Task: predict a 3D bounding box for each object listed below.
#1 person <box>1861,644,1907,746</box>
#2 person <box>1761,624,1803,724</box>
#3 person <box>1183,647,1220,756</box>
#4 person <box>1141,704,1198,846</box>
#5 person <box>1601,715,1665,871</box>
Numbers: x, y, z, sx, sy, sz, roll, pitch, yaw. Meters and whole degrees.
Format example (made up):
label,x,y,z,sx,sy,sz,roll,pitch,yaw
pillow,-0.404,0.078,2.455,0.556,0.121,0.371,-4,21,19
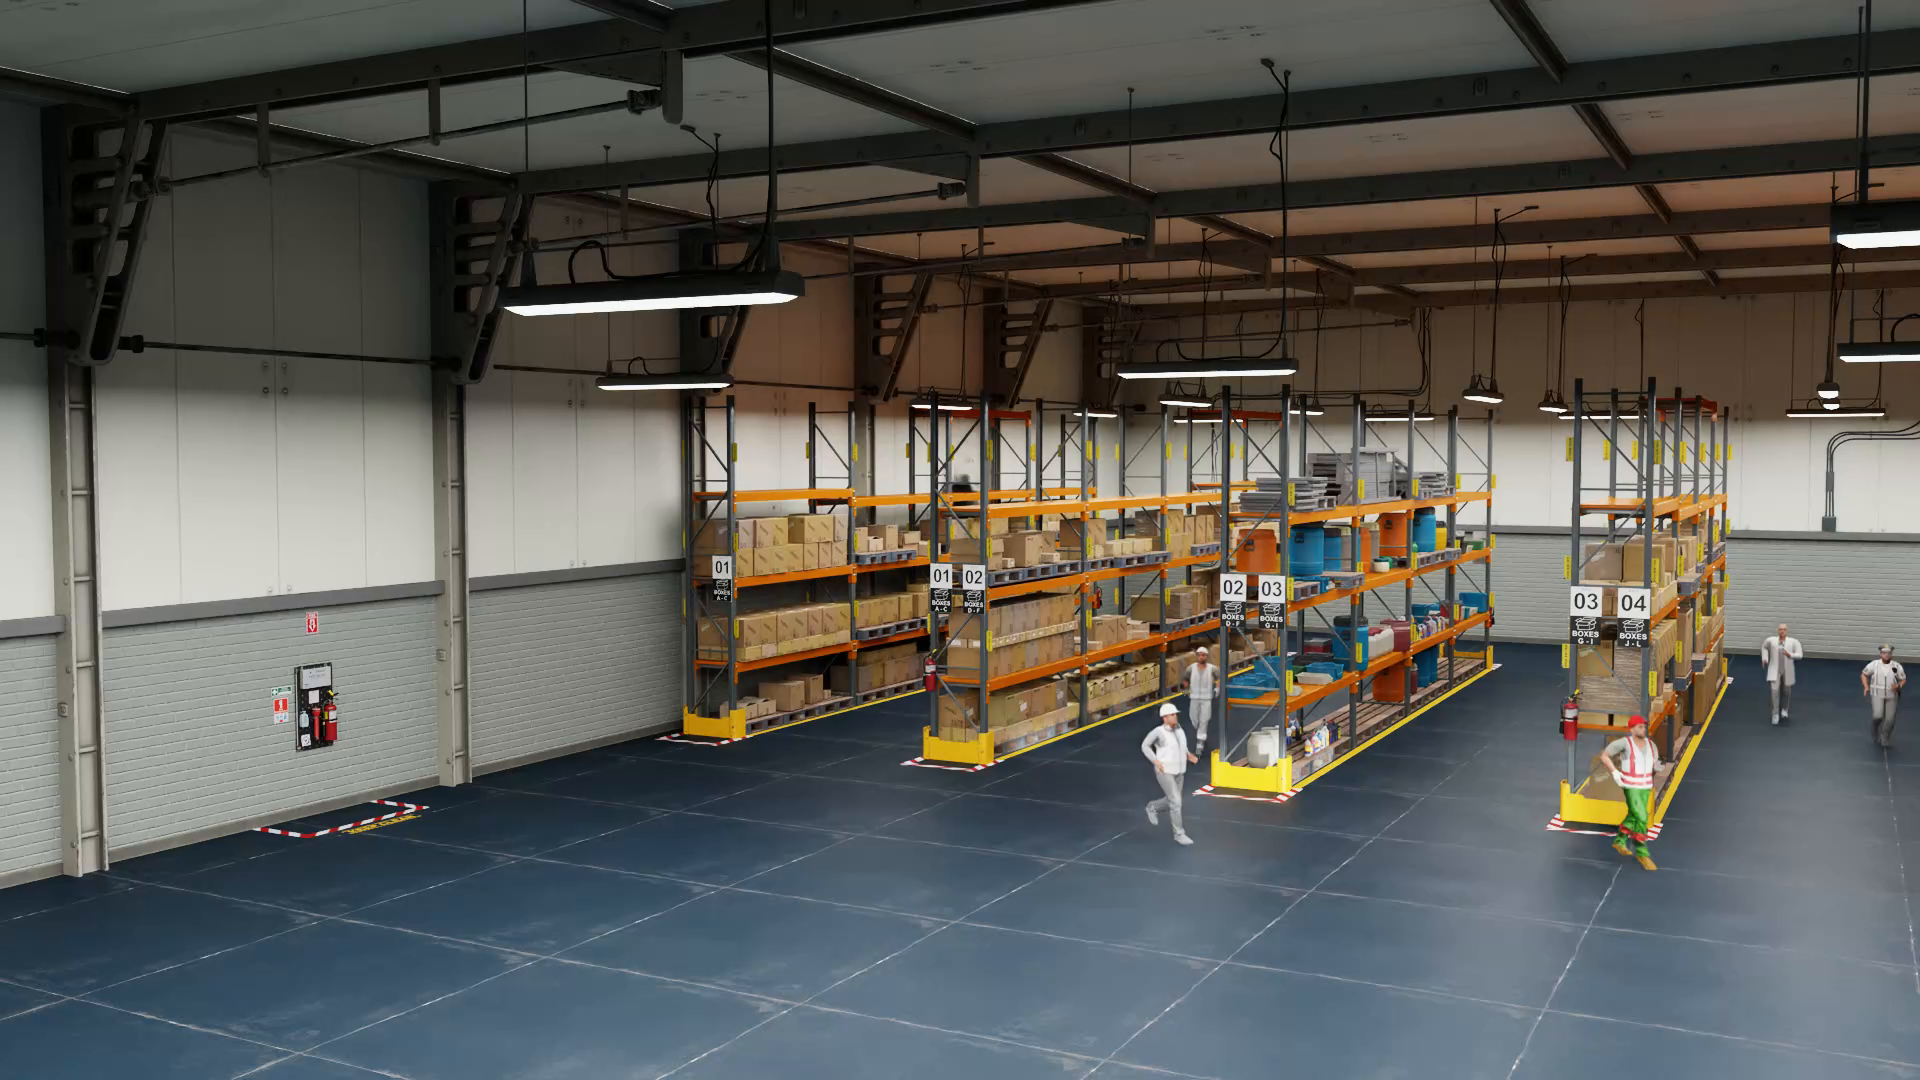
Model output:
label,x,y,z,sx,sy,sz,roll,pitch,yaw
person,15.685,2.640,28.212,0.661,1.739,0.597,1,3,22
person,15.285,2.487,30.942,0.690,1.764,0.989,1,3,25
person,4.033,2.661,27.666,0.655,1.769,0.888,1,3,17
person,2.691,2.997,21.500,0.662,1.775,0.902,-2,4,-40
person,8.208,3.032,20.209,0.651,1.823,0.789,-1,3,-21
